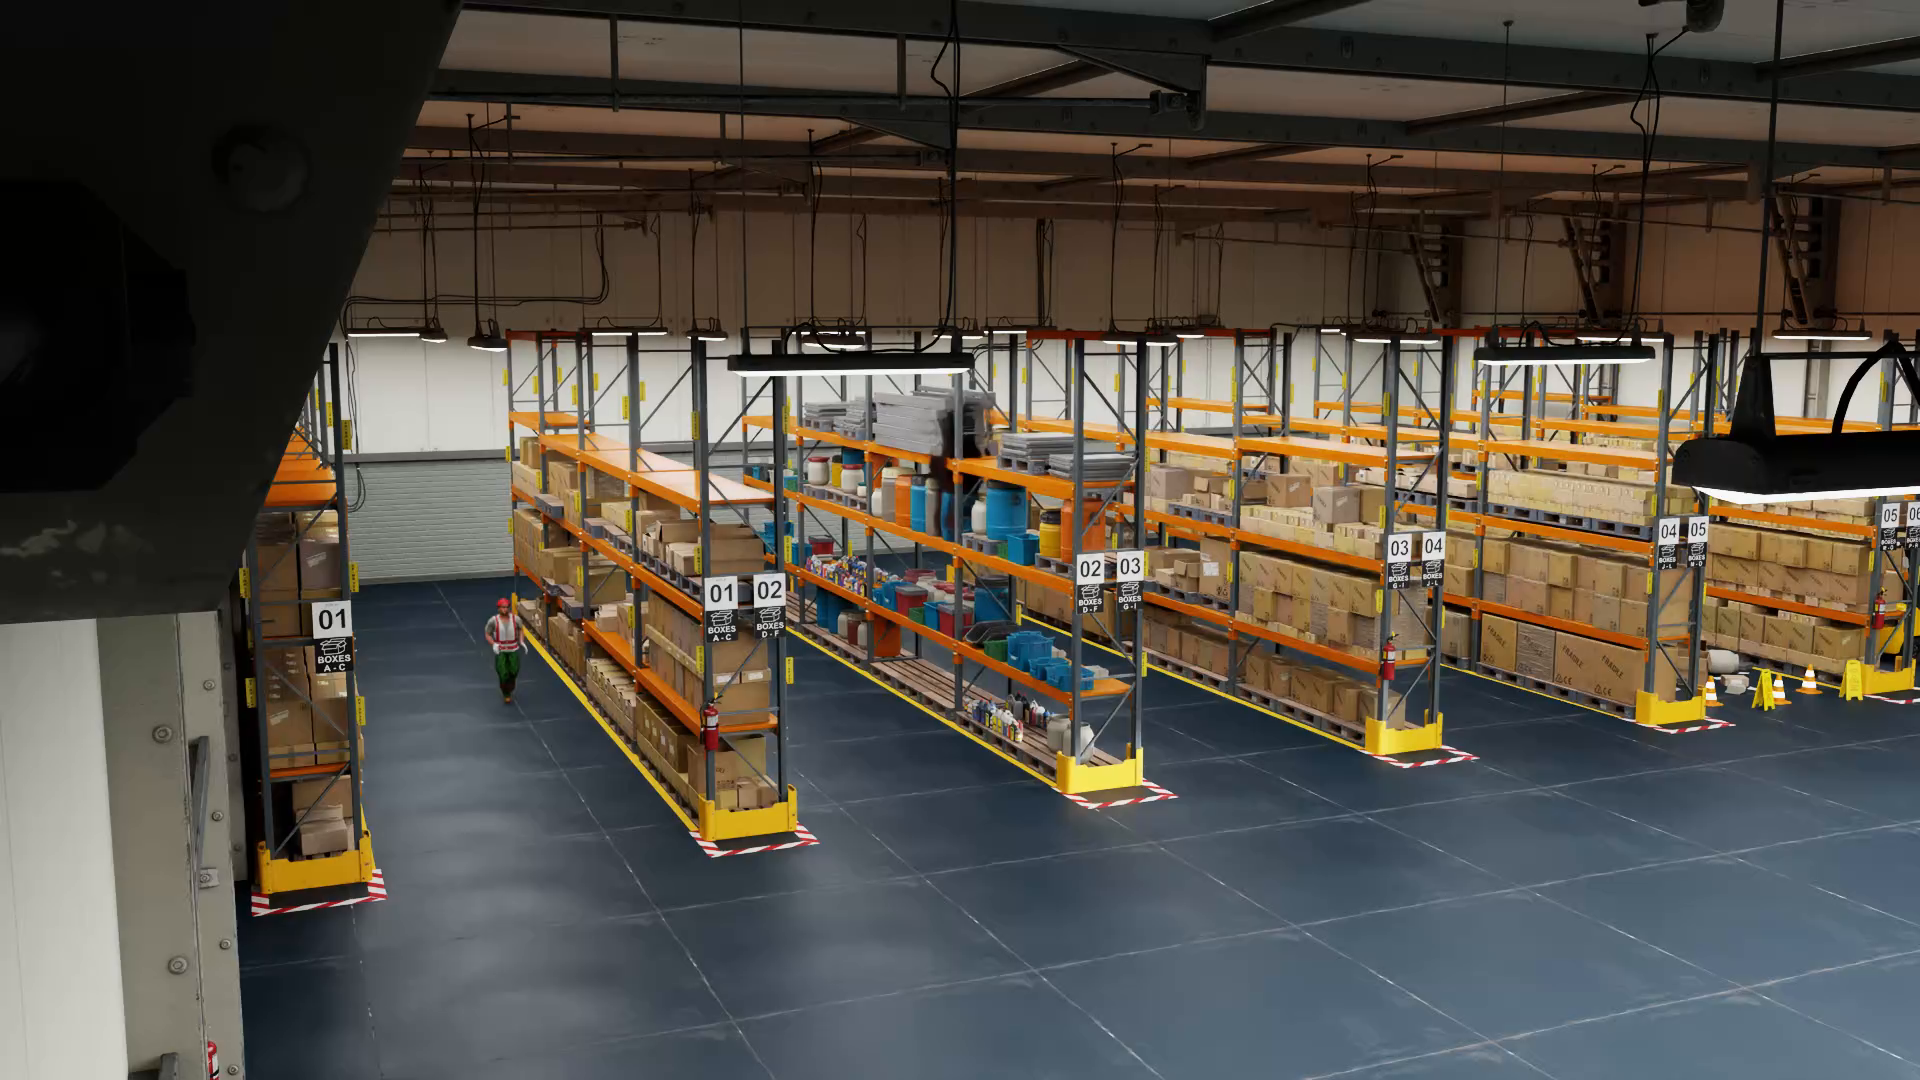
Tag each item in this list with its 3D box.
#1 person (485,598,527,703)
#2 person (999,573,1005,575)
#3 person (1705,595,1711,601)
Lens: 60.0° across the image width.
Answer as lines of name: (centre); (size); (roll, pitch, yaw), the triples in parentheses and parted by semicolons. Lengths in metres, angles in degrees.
person: (-7.404, 1.794, 27.138); (0.659, 1.728, 0.643); (-3, 8, -22)
person: (0.760, 1.406, 30.186); (0.594, 1.607, 0.741); (-4, 9, -26)
person: (15.308, 0.911, 33.743); (0.696, 1.713, 0.721); (-5, 9, -31)
